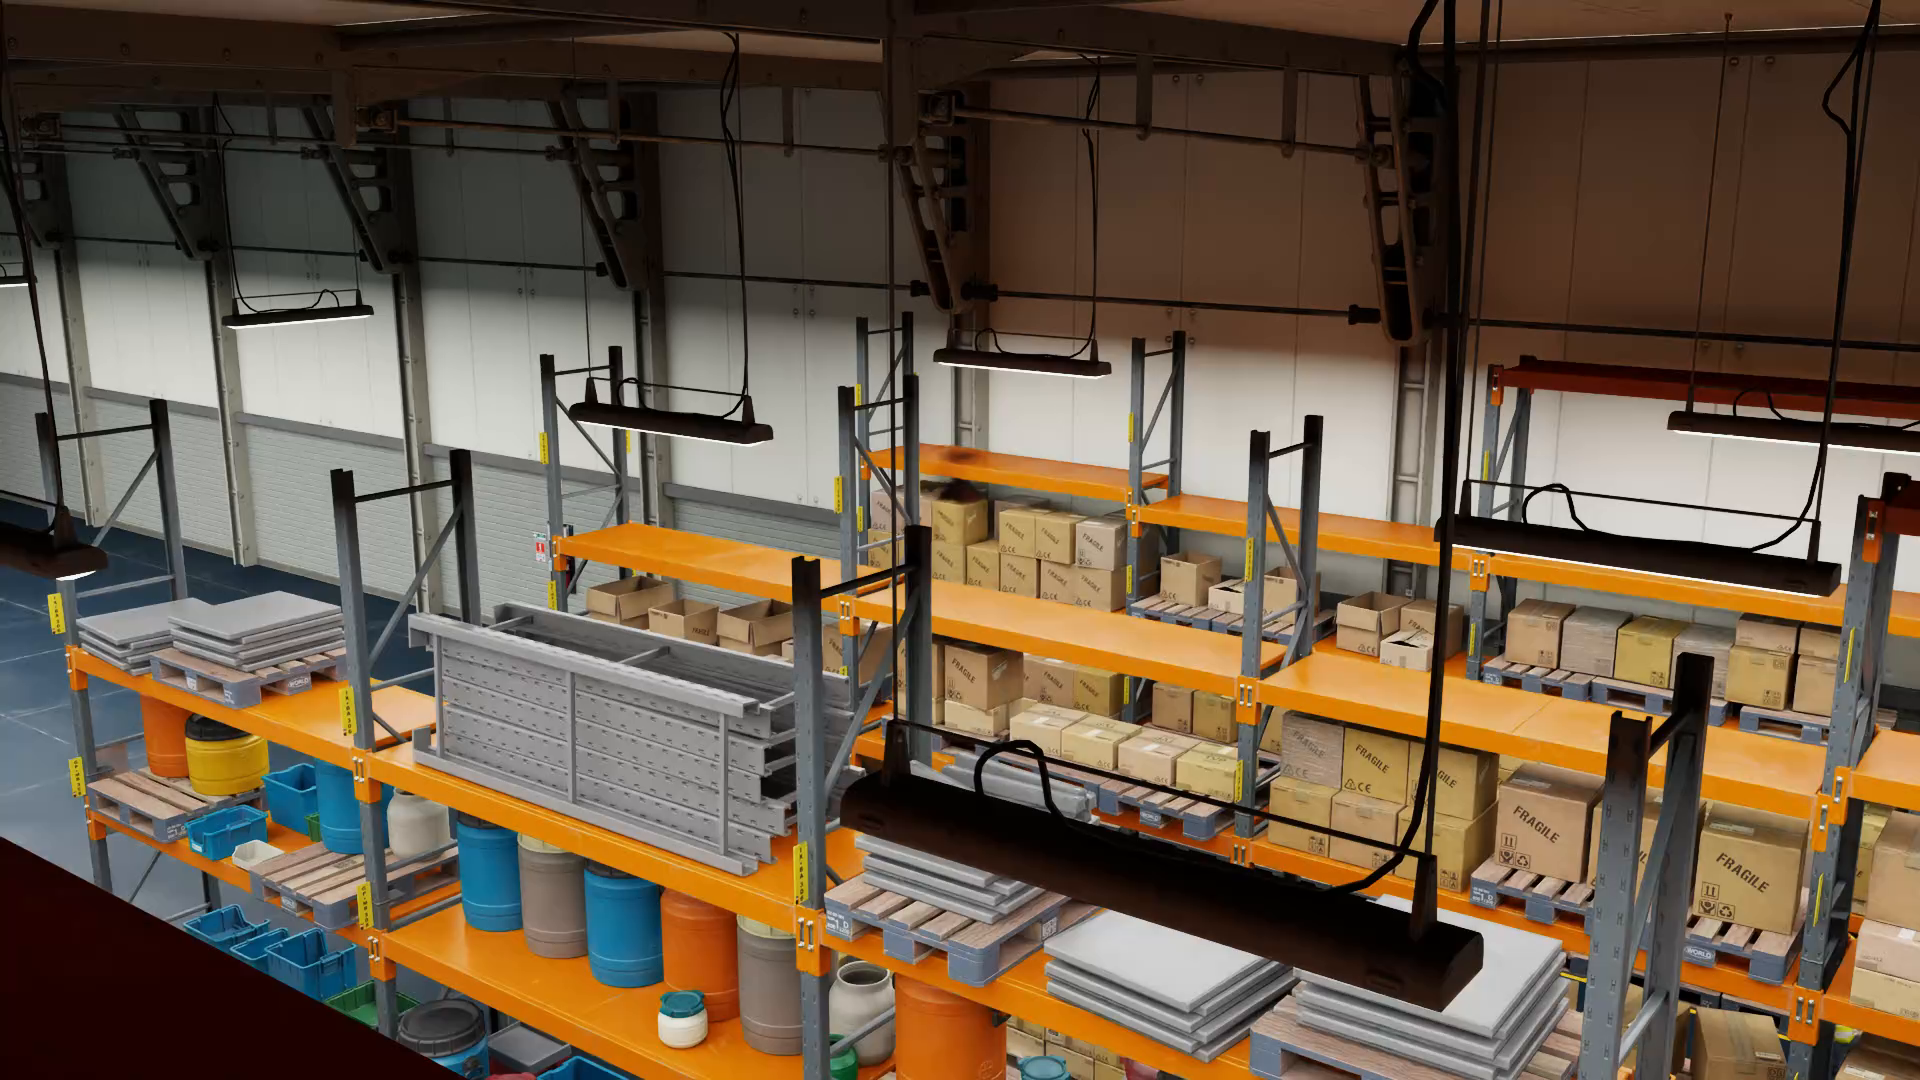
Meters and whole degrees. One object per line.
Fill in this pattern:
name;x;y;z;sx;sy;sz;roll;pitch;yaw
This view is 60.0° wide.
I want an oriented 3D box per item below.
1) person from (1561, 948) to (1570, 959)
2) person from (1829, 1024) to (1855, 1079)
person;5.483;3.693;15.556;0.452;1.725;0.594;-7;15;-27
person;7.165;4.052;13.771;1.016;1.737;0.722;9;16;33
